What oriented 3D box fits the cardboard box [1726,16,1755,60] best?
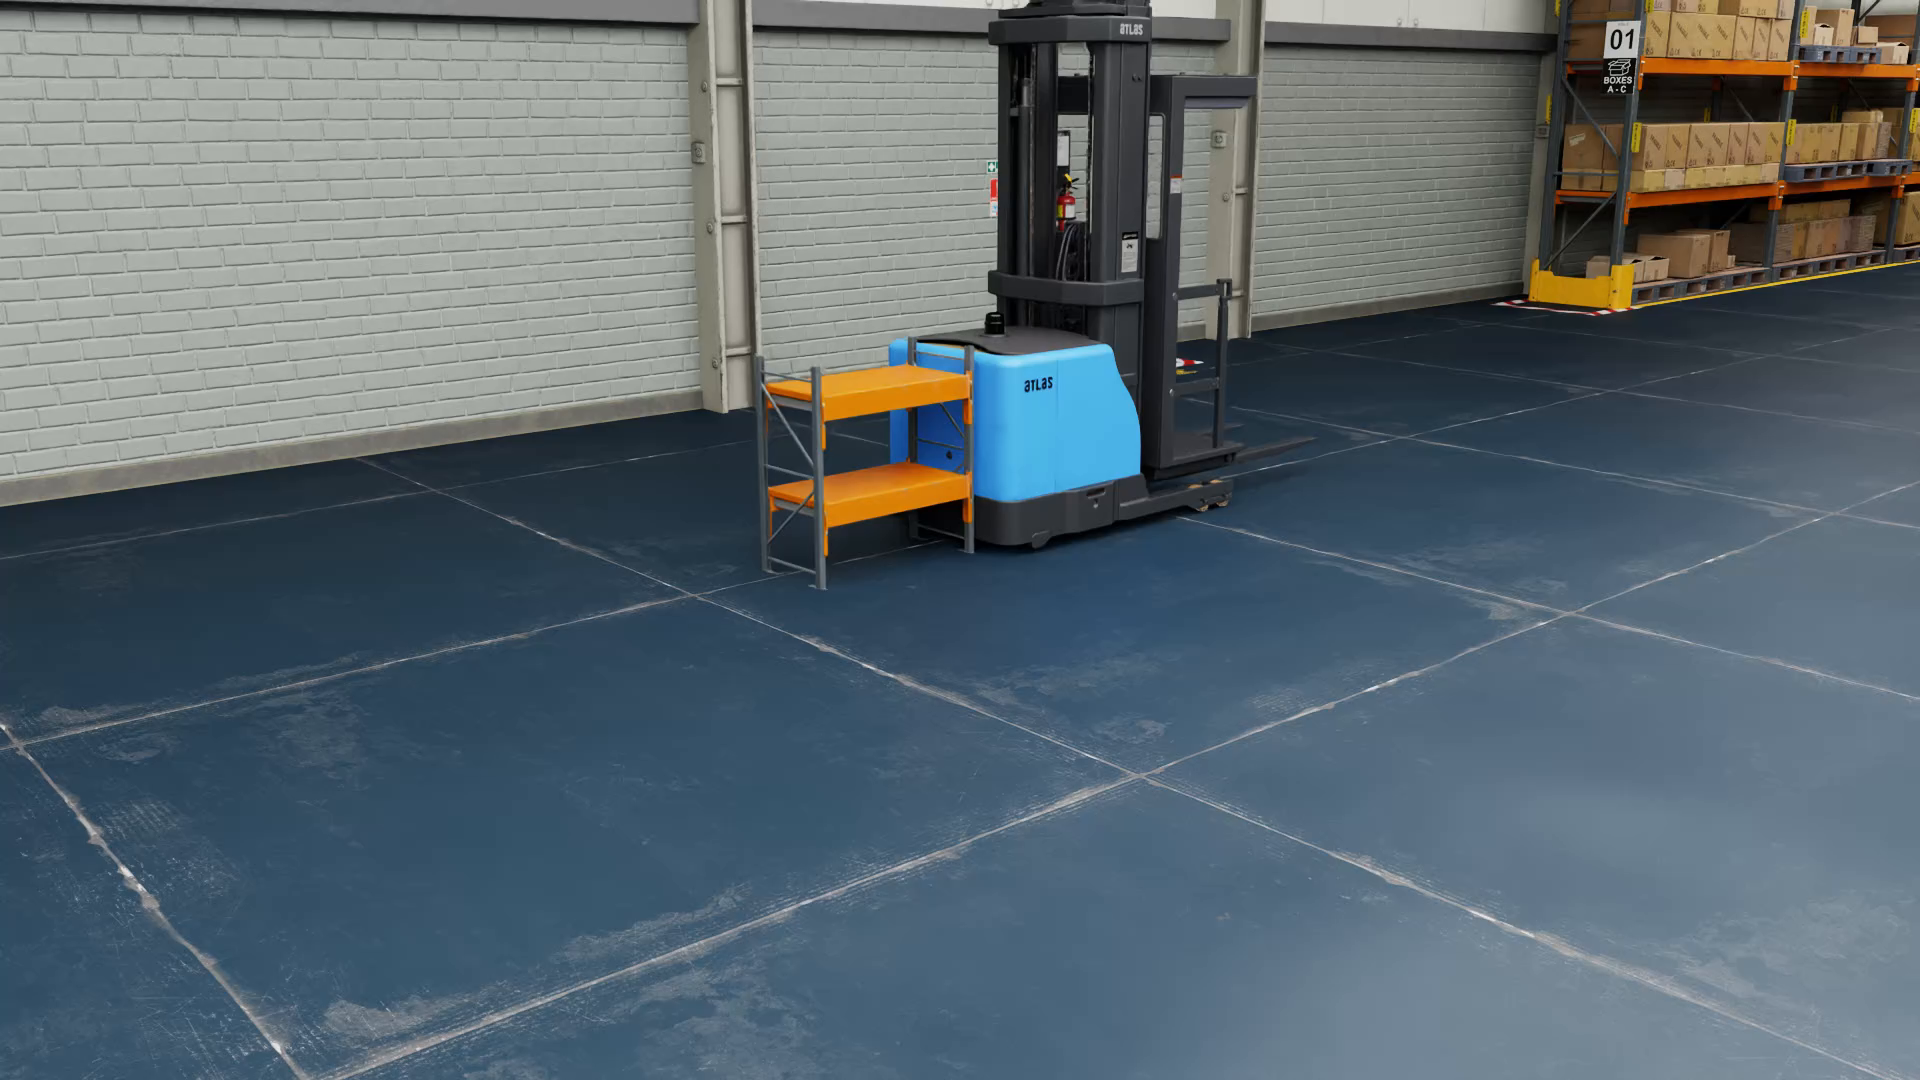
[{"bbox_3d":[9.309,-6.111,20.271,0.500,0.500,0.500,-14,20,-41],"label":"cardboard box"}]

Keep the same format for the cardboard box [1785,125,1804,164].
[{"bbox_3d":[10.717,-5.262,22.092,0.500,0.500,0.700,-13,19,-39],"label":"cardboard box"}]

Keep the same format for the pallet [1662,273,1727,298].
[{"bbox_3d":[8.906,-3.246,20.995,1.213,0.211,1.003,-13,19,-39],"label":"pallet"}]

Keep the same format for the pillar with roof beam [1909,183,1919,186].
[{"bbox_3d":[19.131,-8.624,24.100,0.400,9.000,9.100,-13,19,-39],"label":"pillar with roof beam"}]

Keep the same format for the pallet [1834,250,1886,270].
[{"bbox_3d":[12.737,-4.120,24.266,1.213,0.211,1.003,-13,19,-39],"label":"pallet"}]

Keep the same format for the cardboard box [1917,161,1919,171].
[{"bbox_3d":[14.180,-5.568,24.731,0.250,0.149,0.380,-12,19,-38],"label":"cardboard box"}]

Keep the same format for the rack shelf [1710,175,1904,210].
[{"bbox_3d":[11.819,-4.913,23.225,4.000,0.370,1.077,-13,19,-39],"label":"rack shelf"}]

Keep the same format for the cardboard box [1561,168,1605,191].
[{"bbox_3d":[7.518,-4.299,19.782,0.500,0.250,0.500,-12,19,-39],"label":"cardboard box"}]

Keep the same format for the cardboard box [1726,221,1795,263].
[{"bbox_3d":[10.855,-4.055,22.609,0.500,0.500,0.700,-12,19,-38],"label":"cardboard box"}]

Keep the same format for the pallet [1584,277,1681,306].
[{"bbox_3d":[7.986,-3.041,20.225,1.213,0.211,1.003,-13,19,-39],"label":"pallet"}]

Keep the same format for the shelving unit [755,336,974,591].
[{"bbox_3d":[-0.478,-0.426,8.664,1.048,1.125,0.538,-13,20,-41],"label":"shelving unit"}]

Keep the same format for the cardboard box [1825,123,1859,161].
[{"bbox_3d":[12.054,-5.564,23.220,0.500,0.500,0.700,-13,19,-39],"label":"cardboard box"}]

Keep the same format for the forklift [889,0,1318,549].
[{"bbox_3d":[1.010,-1.668,9.817,3.031,2.935,1.130,-13,20,-41],"label":"forklift"}]

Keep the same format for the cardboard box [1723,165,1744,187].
[{"bbox_3d":[9.401,-4.549,20.720,0.500,0.250,0.500,-13,20,-40],"label":"cardboard box"}]

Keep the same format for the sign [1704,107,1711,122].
[{"bbox_3d":[9.943,-5.589,22.117,0.005,0.325,0.100,-13,19,-39],"label":"sign"}]

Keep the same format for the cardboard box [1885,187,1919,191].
[{"bbox_3d":[14.634,-5.010,25.546,0.750,0.750,0.750,-13,20,-40],"label":"cardboard box"}]

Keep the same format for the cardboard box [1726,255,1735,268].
[{"bbox_3d":[9.926,-3.669,21.812,0.380,0.166,0.250,13,20,40],"label":"cardboard box"}]

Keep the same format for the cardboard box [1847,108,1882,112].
[{"bbox_3d":[13.500,-6.291,24.727,0.500,0.250,0.500,-12,19,-38],"label":"cardboard box"}]

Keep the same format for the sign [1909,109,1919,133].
[{"bbox_3d":[13.691,-6.017,23.872,0.005,0.325,0.100,-13,19,-39],"label":"sign"}]

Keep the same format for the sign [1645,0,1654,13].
[{"bbox_3d":[7.649,-6.010,18.432,0.005,0.325,0.100,-13,19,-39],"label":"sign"}]

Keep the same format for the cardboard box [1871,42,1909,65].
[{"bbox_3d":[12.962,-6.841,23.369,0.500,0.311,0.500,-13,19,-39],"label":"cardboard box"}]

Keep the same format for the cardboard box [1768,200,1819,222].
[{"bbox_3d":[11.575,-4.581,23.127,0.500,0.250,0.500,-13,20,-41],"label":"cardboard box"}]

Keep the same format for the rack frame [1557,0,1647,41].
[{"bbox_3d":[7.293,-7.143,18.553,0.127,3.000,1.000,-13,19,-39],"label":"rack frame"}]

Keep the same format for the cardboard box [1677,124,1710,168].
[{"bbox_3d":[8.623,-4.734,19.960,0.500,0.500,0.500,-13,20,-41],"label":"cardboard box"}]

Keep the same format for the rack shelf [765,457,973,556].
[{"bbox_3d":[-0.478,-0.189,8.727,1.000,0.278,0.538,-13,20,-41],"label":"rack shelf"}]

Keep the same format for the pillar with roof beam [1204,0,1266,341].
[{"bbox_3d":[5.553,-5.575,12.685,0.400,9.000,9.100,-13,19,-39],"label":"pillar with roof beam"}]

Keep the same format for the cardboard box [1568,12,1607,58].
[{"bbox_3d":[7.441,-5.872,19.374,0.500,0.500,0.500,-11,18,-35],"label":"cardboard box"}]

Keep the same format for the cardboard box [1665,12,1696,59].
[{"bbox_3d":[8.138,-5.844,19.269,0.500,0.500,0.500,-11,19,-36],"label":"cardboard box"}]

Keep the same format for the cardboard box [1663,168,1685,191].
[{"bbox_3d":[8.252,-4.293,19.762,0.500,0.250,0.500,-13,20,-41],"label":"cardboard box"}]

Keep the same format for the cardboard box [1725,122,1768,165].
[{"bbox_3d":[9.784,-4.996,20.938,0.500,0.500,0.500,-13,20,-40],"label":"cardboard box"}]

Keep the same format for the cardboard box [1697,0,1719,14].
[{"bbox_3d":[8.534,-6.417,19.478,0.500,0.500,0.500,-12,19,-38],"label":"cardboard box"}]

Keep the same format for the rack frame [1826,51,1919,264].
[{"bbox_3d":[13.328,-5.600,24.401,0.127,3.000,1.000,-13,19,-39],"label":"rack frame"}]

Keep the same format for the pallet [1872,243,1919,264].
[{"bbox_3d":[13.972,-4.371,25.206,1.213,0.211,1.003,-13,19,-39],"label":"pallet"}]

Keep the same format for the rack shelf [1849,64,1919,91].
[{"bbox_3d":[14.836,-7.040,25.375,4.000,0.370,1.077,-13,19,-39],"label":"rack shelf"}]

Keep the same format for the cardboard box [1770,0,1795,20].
[{"bbox_3d":[10.110,-6.775,20.817,0.500,0.500,0.500,14,20,42],"label":"cardboard box"}]

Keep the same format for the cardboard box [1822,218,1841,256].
[{"bbox_3d":[11.998,-4.318,23.595,0.500,0.500,0.700,-13,20,-40],"label":"cardboard box"}]

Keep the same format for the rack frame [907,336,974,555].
[{"bbox_3d":[-0.105,-0.515,8.997,0.032,1.125,0.500,-13,20,-41],"label":"rack frame"}]

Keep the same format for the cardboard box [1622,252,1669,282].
[{"bbox_3d":[8.304,-3.354,20.352,0.500,0.311,0.500,-11,18,-35],"label":"cardboard box"}]

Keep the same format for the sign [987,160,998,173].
[{"bbox_3d":[0.362,-3.302,14.705,0.331,0.109,0.001,-13,19,-39],"label":"sign"}]

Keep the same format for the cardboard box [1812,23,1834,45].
[{"bbox_3d":[11.240,-6.712,22.113,0.500,0.311,0.500,-12,19,-38],"label":"cardboard box"}]

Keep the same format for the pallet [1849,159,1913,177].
[{"bbox_3d":[12.860,-5.365,23.896,1.003,0.211,1.213,-13,19,-39],"label":"pallet"}]
